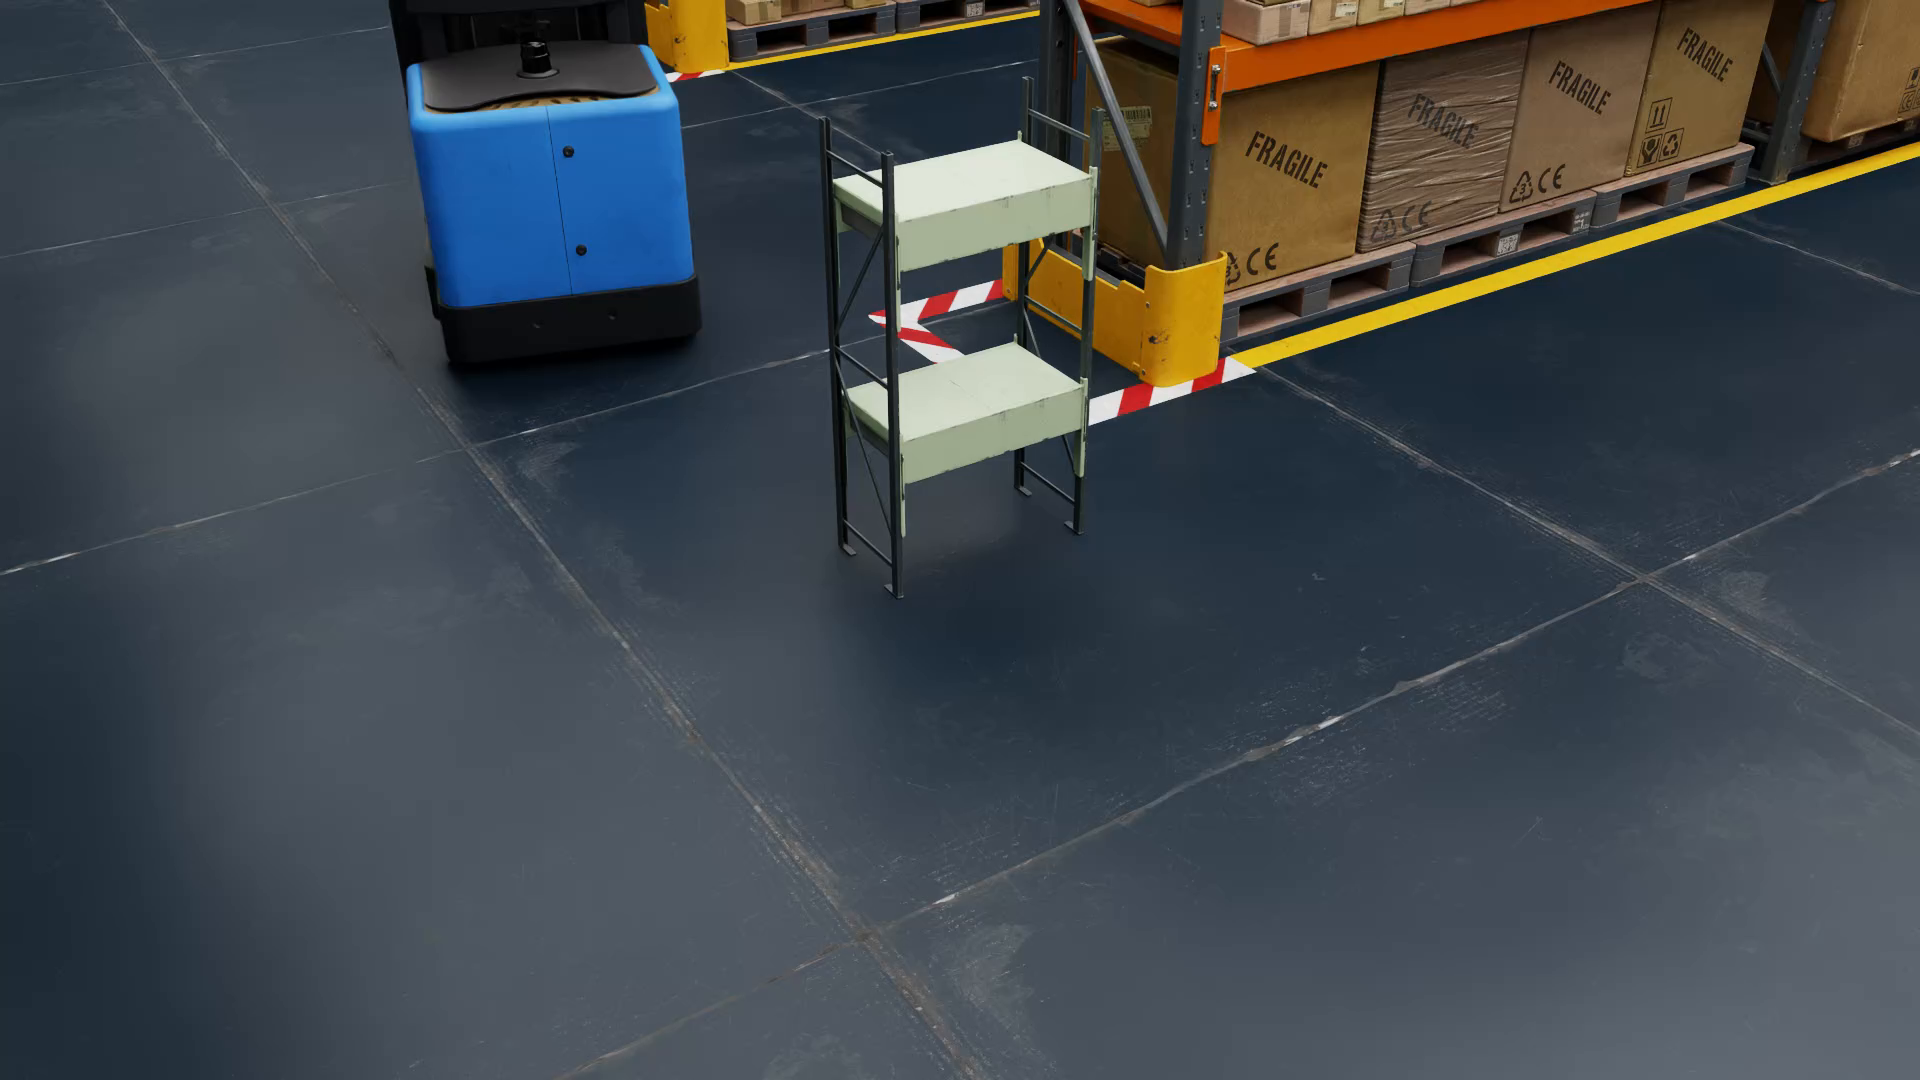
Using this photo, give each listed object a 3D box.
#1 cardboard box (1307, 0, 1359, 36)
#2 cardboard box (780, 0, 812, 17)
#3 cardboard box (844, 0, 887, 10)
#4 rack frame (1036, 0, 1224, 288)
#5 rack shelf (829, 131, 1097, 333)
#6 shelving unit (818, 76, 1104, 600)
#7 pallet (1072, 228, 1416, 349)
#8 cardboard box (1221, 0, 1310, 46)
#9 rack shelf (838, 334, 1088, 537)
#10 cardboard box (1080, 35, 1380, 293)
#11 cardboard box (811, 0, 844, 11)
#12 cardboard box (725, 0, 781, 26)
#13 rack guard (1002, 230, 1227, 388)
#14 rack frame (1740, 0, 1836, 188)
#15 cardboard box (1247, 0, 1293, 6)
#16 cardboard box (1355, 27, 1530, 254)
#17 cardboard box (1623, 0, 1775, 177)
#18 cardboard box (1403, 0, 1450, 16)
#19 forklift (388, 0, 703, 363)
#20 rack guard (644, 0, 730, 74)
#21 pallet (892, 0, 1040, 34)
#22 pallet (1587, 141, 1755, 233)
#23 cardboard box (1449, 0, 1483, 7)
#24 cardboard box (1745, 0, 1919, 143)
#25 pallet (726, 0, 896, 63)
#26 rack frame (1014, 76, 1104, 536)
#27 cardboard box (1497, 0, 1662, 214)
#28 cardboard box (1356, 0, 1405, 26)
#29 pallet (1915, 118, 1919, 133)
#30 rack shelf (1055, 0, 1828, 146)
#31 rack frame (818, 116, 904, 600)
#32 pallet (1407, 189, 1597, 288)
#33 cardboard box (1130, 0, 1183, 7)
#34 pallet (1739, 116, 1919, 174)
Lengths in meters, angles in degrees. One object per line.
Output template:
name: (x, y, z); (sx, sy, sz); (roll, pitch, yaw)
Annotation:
cardboard box: (1.339, -2.113, 6.524); (0.250, 0.149, 0.380); (-20, 37, -28)
cardboard box: (-1.166, -3.536, 10.822); (0.250, 0.149, 0.380); (-19, 37, -27)
cardboard box: (-0.687, -3.635, 10.980); (0.250, 0.149, 0.380); (-18, 37, -27)
rack frame: (0.647, -2.190, 6.411); (0.127, 3.000, 1.000); (-19, 37, -27)
rack shelf: (0.006, -0.966, 5.145); (0.720, 0.370, 0.431); (-19, 37, -27)
shelving unit: (0.006, -0.636, 5.353); (0.755, 1.500, 0.431); (-19, 37, -27)
pallet: (1.277, -1.277, 7.577); (1.213, 0.211, 1.003); (-19, 37, -27)
cardboard box: (1.124, -2.039, 6.406); (0.250, 0.149, 0.380); (-19, 37, -27)
rack shelf: (0.006, -0.361, 5.527); (0.720, 0.370, 0.431); (-19, 37, -27)
cardboard box: (1.142, -1.690, 7.216); (0.875, 0.875, 0.875); (-19, 37, -27)
cardboard box: (-0.961, -3.611, 10.941); (0.250, 0.149, 0.380); (-19, 37, -27)
cardboard box: (-1.341, -3.423, 10.644); (0.250, 0.149, 0.380); (-18, 37, -26)
rack guard: (0.627, -1.126, 7.067); (0.348, 0.500, 1.175); (-19, 37, -27)
rack frame: (4.009, -3.347, 8.244); (0.127, 3.000, 1.000); (-19, 37, -27)
cardboard box: (1.197, -2.270, 6.399); (0.500, 0.250, 0.500); (-20, 37, -28)
cardboard box: (1.907, -1.953, 7.633); (0.875, 0.875, 0.875); (-19, 37, -27)
cardboard box: (3.411, -2.471, 8.453); (0.875, 0.875, 0.875); (-19, 37, -27)
cardboard box: (1.773, -2.264, 6.762); (0.250, 0.149, 0.380); (-20, 37, -28)
forklift: (-2.010, -2.737, 7.342); (1.130, 2.935, 3.031); (-9, 33, -14)
rack guard: (-1.891, -3.408, 10.685); (0.348, 0.500, 1.175); (-19, 37, -27)
pallet: (-0.165, -3.856, 11.665); (1.213, 0.211, 1.003); (-19, 37, -27)
pallet: (3.328, -1.982, 8.695); (1.213, 0.211, 1.003); (-19, 37, -27)
cardboard box: (1.987, -2.337, 6.878); (0.250, 0.149, 0.380); (-20, 37, -28)
cardboard box: (4.536, -2.820, 9.006); (0.875, 0.875, 1.225); (-19, 37, -27)
pallet: (-1.189, -3.505, 11.109); (1.213, 0.211, 1.003); (-19, 37, -27)
rack frame: (0.313, -0.742, 5.521); (0.023, 1.500, 0.400); (-19, 37, -27)
cardboard box: (2.655, -2.210, 8.041); (0.875, 0.875, 0.875); (-19, 37, -27)
cardboard box: (1.554, -2.188, 6.642); (0.250, 0.149, 0.380); (-20, 37, -28)
pallet: (5.643, -2.779, 9.957); (1.213, 0.211, 1.003); (-19, 37, -27)
rack shelf: (2.328, -2.464, 7.519); (4.000, 0.370, 1.077); (-19, 37, -27)
rack frame: (-0.302, -0.530, 5.185); (0.023, 1.500, 0.400); (-19, 37, -27)
pallet: (2.301, -1.628, 8.132); (1.213, 0.211, 1.003); (-19, 37, -27)
cardboard box: (0.768, -2.335, 6.875); (0.250, 0.149, 0.380); (-18, 37, -26)
pallet: (4.617, -2.424, 9.395); (1.213, 0.211, 1.003); (-19, 37, -27)
